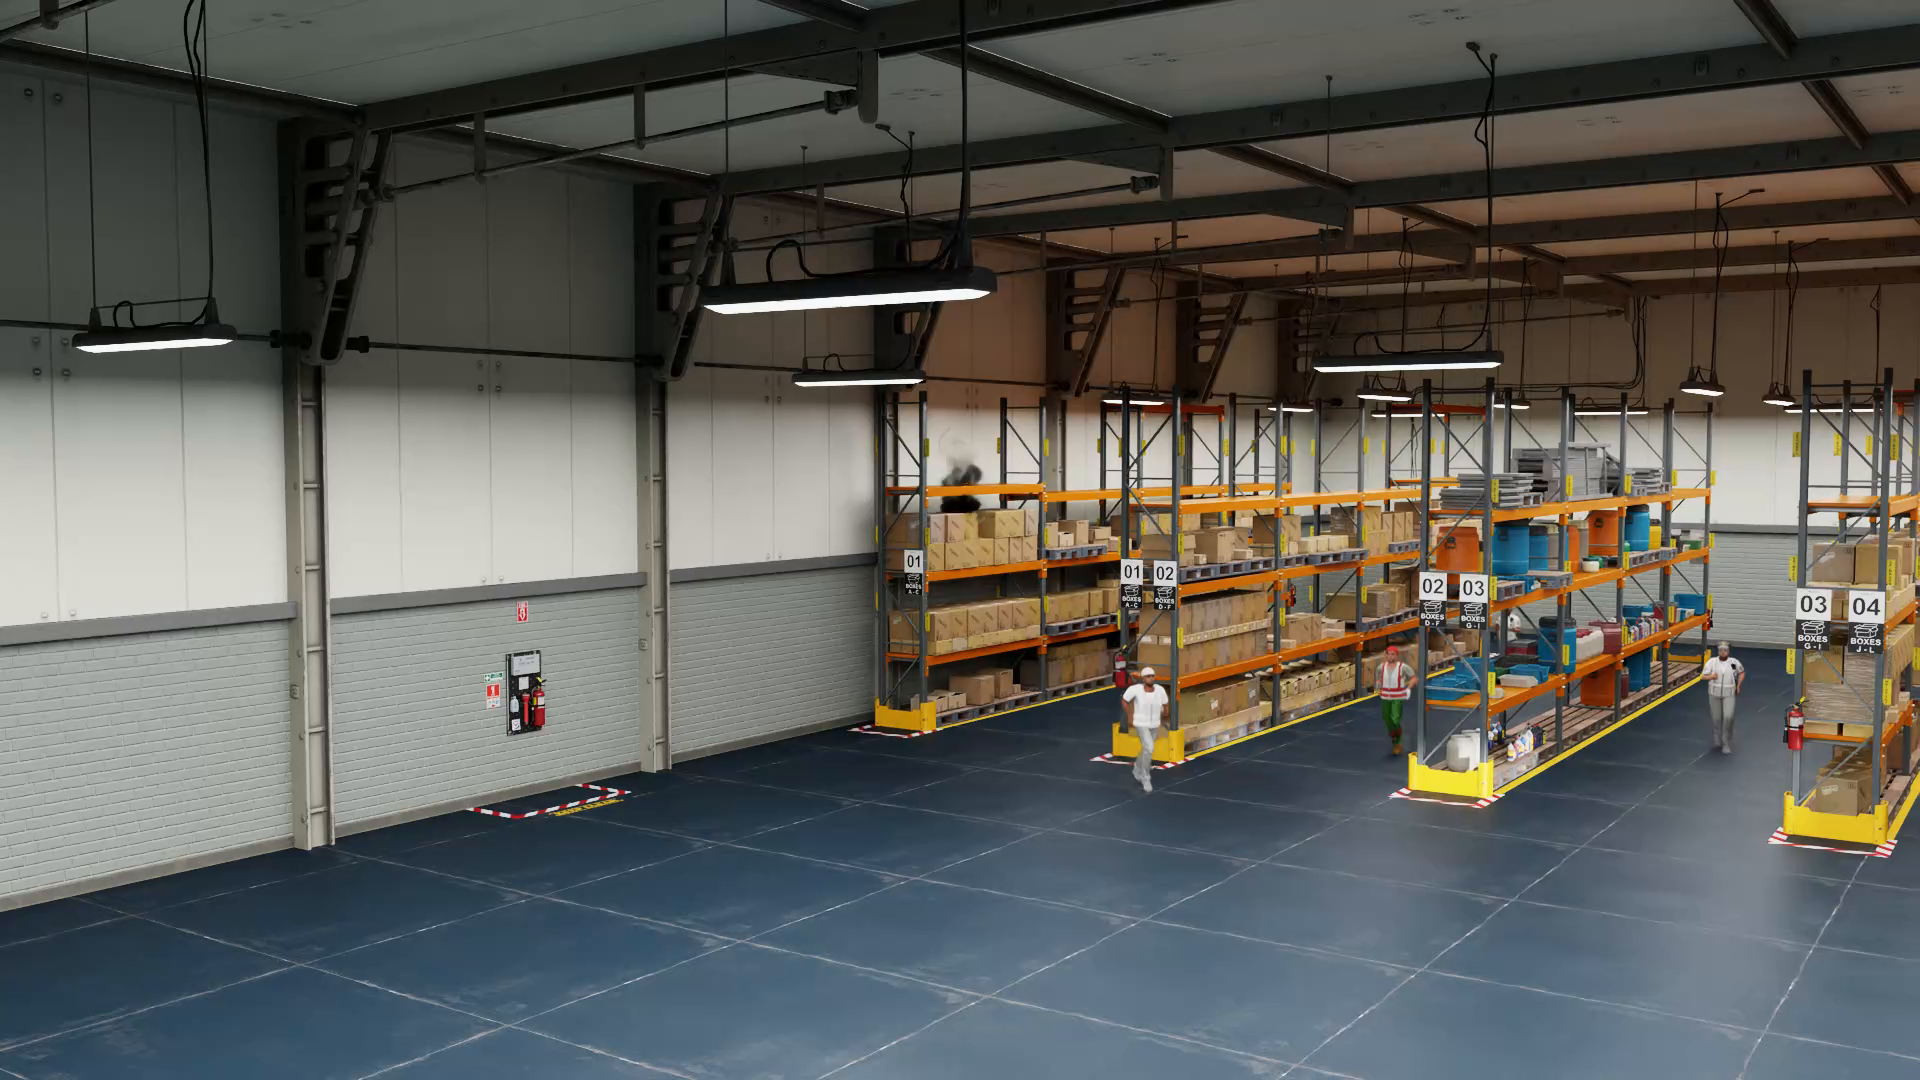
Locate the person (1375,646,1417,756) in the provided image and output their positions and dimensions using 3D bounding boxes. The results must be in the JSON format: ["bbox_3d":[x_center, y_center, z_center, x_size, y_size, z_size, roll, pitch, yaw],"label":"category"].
[{"bbox_3d":[7.038,2.613,27.072,0.628,1.784,0.688,2,4,35],"label":"person"}]

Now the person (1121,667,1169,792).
[{"bbox_3d":[2.763,2.761,24.542,0.663,1.806,0.818,-1,3,-22],"label":"person"}]

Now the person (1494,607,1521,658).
[{"bbox_3d":[11.677,2.180,35.485,0.553,1.744,0.799,1,3,22],"label":"person"}]

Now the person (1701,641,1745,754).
[{"bbox_3d":[12.602,2.581,27.486,0.645,1.829,0.742,2,4,28],"label":"person"}]
